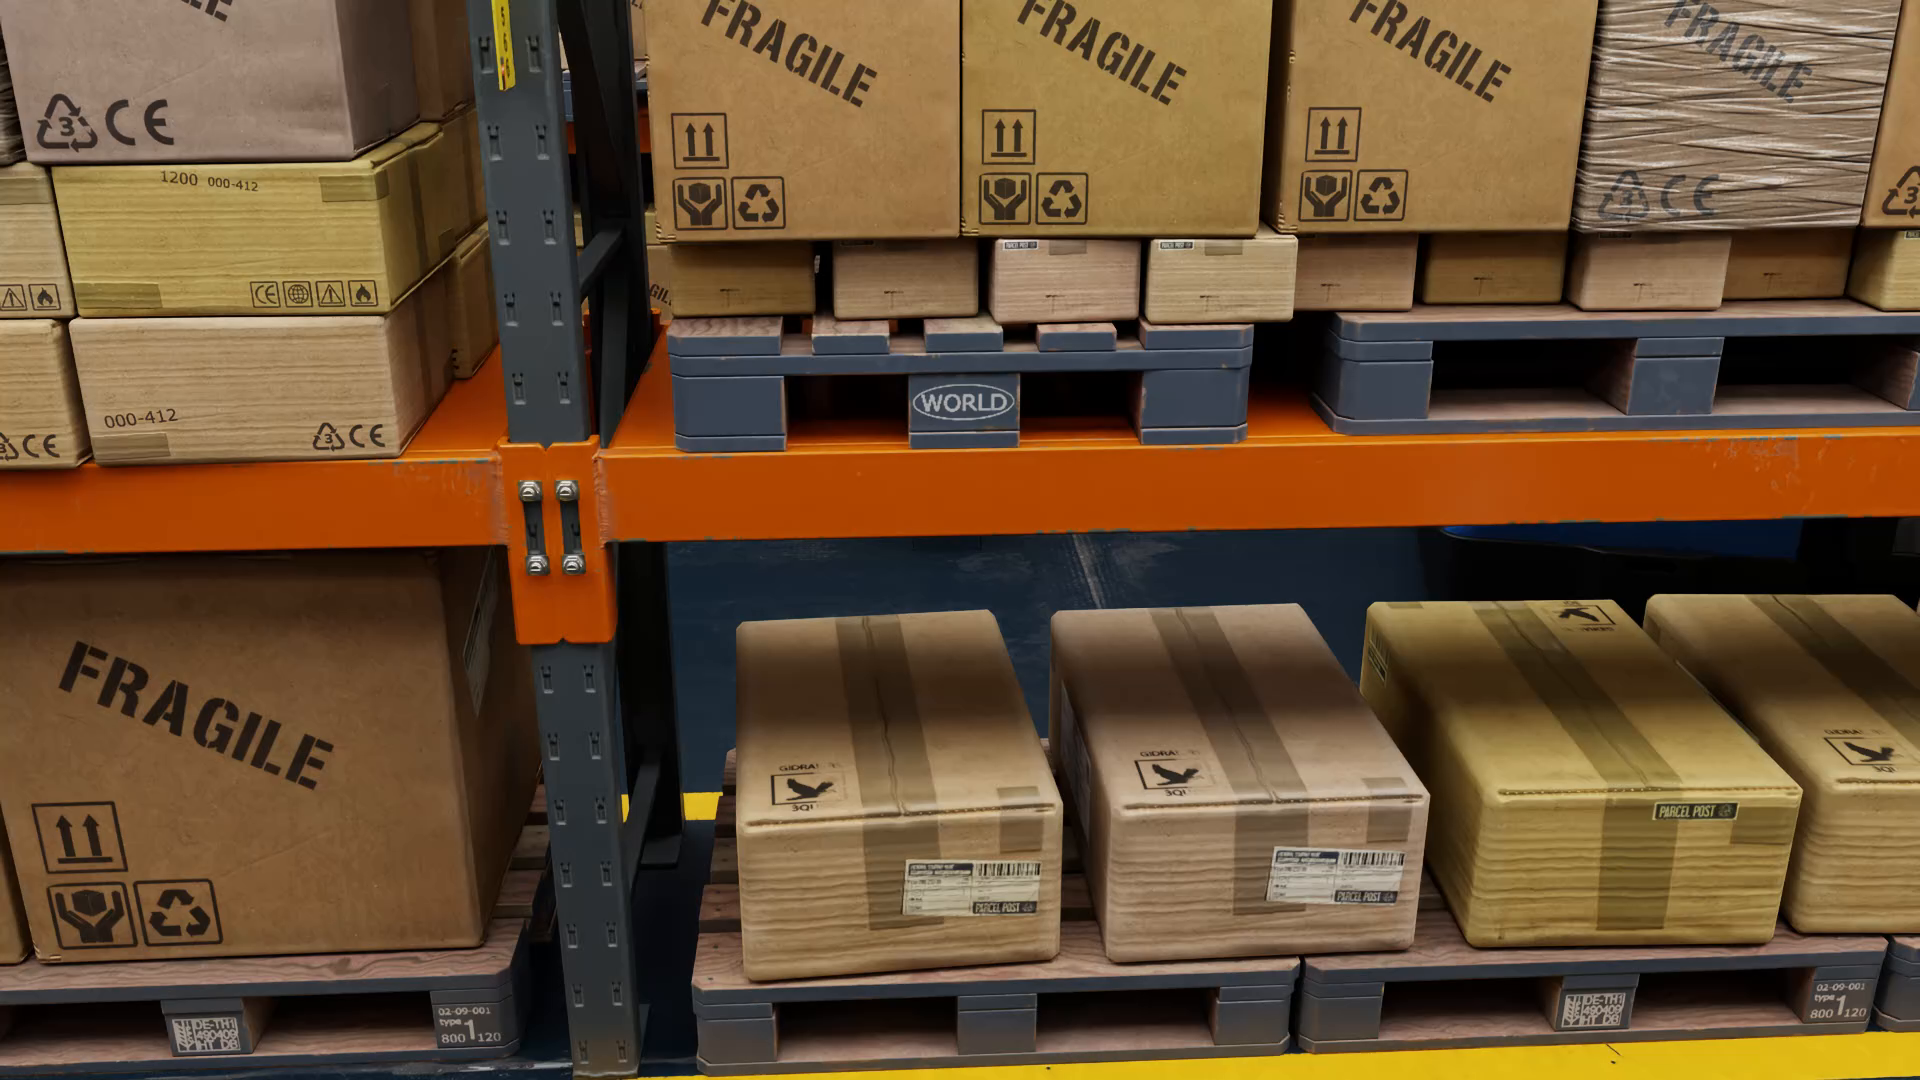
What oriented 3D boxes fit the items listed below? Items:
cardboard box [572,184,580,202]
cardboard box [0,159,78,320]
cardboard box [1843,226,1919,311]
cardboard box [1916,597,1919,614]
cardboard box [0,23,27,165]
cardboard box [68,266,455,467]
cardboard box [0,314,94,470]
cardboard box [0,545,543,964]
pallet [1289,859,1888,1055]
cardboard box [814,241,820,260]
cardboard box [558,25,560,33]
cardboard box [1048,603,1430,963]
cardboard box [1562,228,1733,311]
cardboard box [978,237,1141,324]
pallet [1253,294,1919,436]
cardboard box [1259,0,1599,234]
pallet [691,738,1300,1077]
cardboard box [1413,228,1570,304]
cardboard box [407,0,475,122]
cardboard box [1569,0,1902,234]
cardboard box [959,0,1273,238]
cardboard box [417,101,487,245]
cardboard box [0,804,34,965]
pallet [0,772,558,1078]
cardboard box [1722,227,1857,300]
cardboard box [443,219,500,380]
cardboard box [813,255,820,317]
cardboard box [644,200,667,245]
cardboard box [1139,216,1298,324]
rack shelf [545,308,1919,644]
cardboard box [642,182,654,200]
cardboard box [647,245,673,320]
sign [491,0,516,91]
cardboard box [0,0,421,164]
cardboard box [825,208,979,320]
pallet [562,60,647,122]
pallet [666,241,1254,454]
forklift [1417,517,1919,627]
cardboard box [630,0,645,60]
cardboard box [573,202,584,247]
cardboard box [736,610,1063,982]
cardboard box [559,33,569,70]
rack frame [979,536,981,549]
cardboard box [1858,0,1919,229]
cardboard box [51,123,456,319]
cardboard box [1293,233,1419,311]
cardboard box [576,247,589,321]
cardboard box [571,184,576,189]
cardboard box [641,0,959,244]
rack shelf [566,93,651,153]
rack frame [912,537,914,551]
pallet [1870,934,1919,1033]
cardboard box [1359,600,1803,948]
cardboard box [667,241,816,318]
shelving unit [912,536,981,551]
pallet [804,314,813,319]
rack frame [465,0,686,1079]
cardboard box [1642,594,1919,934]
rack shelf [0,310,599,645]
[{"bbox_3d":[-1.825,-1.705,8.395,0.250,0.149,0.380,-1,21,-1],"label":"cardboard box"},{"bbox_3d":[-1.714,-0.558,2.879,0.500,0.250,0.500,-2,21,-4],"label":"cardboard box"},{"bbox_3d":[1.743,-0.542,3.093,0.250,0.149,0.380,-1,21,-3],"label":"cardboard box"},{"bbox_3d":[2.737,0.456,3.811,0.625,0.372,0.950,-1,21,-2],"label":"cardboard box"},{"bbox_3d":[-1.746,-0.904,2.733,0.500,0.500,0.500,-1,21,-2],"label":"cardboard box"},{"bbox_3d":[-1.223,-0.334,2.993,0.500,0.250,0.500,-2,21,-5],"label":"cardboard box"},{"bbox_3d":[-1.732,-0.318,2.951,0.500,0.250,0.500,-1,21,-2],"label":"cardboard box"},{"bbox_3d":[-1.428,0.275,3.579,0.875,0.875,0.875,-1,21,-4],"label":"cardboard box"},{"bbox_3d":[1.262,0.758,3.834,1.213,0.211,1.003,-1,21,-3],"label":"pallet"},{"bbox_3d":[-0.419,-0.675,3.442,0.250,0.149,0.380,0,21,-1],"label":"cardboard box"},{"bbox_3d":[-2.055,-2.259,7.460,0.500,0.250,0.500,-2,21,-6],"label":"cardboard box"},{"bbox_3d":[0.568,0.500,3.696,0.625,0.372,0.950,-2,21,-4],"label":"cardboard box"},{"bbox_3d":[1.218,-0.541,3.090,0.250,0.149,0.380,-1,21,-1],"label":"cardboard box"},{"bbox_3d":[0.162,-0.509,3.005,0.250,0.149,0.380,-3,21,-7],"label":"cardboard box"},{"bbox_3d":[1.241,-0.472,3.413,1.213,0.211,1.003,-1,21,-3],"label":"pallet"},{"bbox_3d":[0.779,-0.842,2.967,0.500,0.500,0.500,-1,21,-2],"label":"cardboard box"},{"bbox_3d":[0.047,0.781,3.772,1.213,0.211,1.003,-1,21,-3],"label":"pallet"},{"bbox_3d":[0.954,-0.559,3.137,0.250,0.149,0.380,0,21,-1],"label":"cardboard box"},{"bbox_3d":[-1.240,-1.097,3.241,0.500,0.500,0.500,-2,21,-5],"label":"cardboard box"},{"bbox_3d":[1.279,-0.849,2.986,0.500,0.500,0.500,-2,21,-5],"label":"cardboard box"},{"bbox_3d":[0.249,-0.828,2.932,0.500,0.500,0.500,0,21,0],"label":"cardboard box"},{"bbox_3d":[-1.253,-0.747,3.376,0.500,0.250,0.500,-1,21,-3],"label":"cardboard box"},{"bbox_3d":[-2.318,0.291,3.536,0.875,0.875,0.875,-1,21,-2],"label":"cardboard box"},{"bbox_3d":[-1.525,0.786,3.760,1.213,0.211,1.003,-1,21,-3],"label":"pallet"},{"bbox_3d":[1.474,-0.574,3.175,0.250,0.149,0.380,-2,21,-5],"label":"cardboard box"},{"bbox_3d":[-1.236,-0.516,3.471,0.500,0.250,0.500,-2,21,-4],"label":"cardboard box"},{"bbox_3d":[-0.397,-1.364,8.235,0.625,0.625,0.875,-1,21,-1],"label":"cardboard box"},{"bbox_3d":[-1.499,-1.501,7.858,0.250,0.149,0.380,-2,21,-6],"label":"cardboard box"},{"bbox_3d":[0.438,-0.507,3.000,0.250,0.149,0.380,-1,21,-3],"label":"cardboard box"},{"bbox_3d":[1.264,-0.211,3.470,4.000,0.370,1.077,-1,21,-3],"label":"rack shelf"},{"bbox_3d":[-1.559,-1.701,8.384,0.250,0.149,0.380,0,21,0],"label":"cardboard box"},{"bbox_3d":[-1.430,-1.213,8.013,0.500,0.500,0.500,-1,21,-1],"label":"cardboard box"},{"bbox_3d":[-0.698,-0.850,2.512,0.005,0.325,0.100,-1,21,-3],"label":"sign"},{"bbox_3d":[-1.234,-0.917,2.768,0.500,0.500,0.500,-2,21,-5],"label":"cardboard box"},{"bbox_3d":[-0.114,-0.520,3.033,0.250,0.149,0.380,-2,21,-6],"label":"cardboard box"},{"bbox_3d":[-1.693,-2.141,7.799,1.003,0.211,1.213,-1,21,-3],"label":"pallet"},{"bbox_3d":[-0.028,-0.469,3.407,1.003,0.211,1.213,-1,21,-3],"label":"pallet"},{"bbox_3d":[3.103,-1.166,5.065,3.031,2.935,1.130,4,21,10],"label":"forklift"},{"bbox_3d":[-1.543,-2.558,7.892,0.500,0.500,0.500,0,21,-1],"label":"cardboard box"},{"bbox_3d":[-1.770,-1.484,7.815,0.250,0.149,0.380,-2,21,-6],"label":"cardboard box"},{"bbox_3d":[-0.169,0.517,3.649,0.625,0.372,0.950,-3,21,-7],"label":"cardboard box"},{"bbox_3d":[-1.654,-2.199,7.443,0.250,0.149,0.380,-1,21,-2],"label":"cardboard box"},{"bbox_3d":[0.068,-0.492,5.938,0.008,1.050,0.200,-1,21,-3],"label":"rack frame"},{"bbox_3d":[1.802,-0.860,3.015,0.500,0.500,0.500,0,21,-1],"label":"cardboard box"},{"bbox_3d":[-1.202,-0.570,2.910,0.500,0.250,0.500,-1,21,-3],"label":"cardboard box"},{"bbox_3d":[0.674,-0.540,3.086,0.250,0.149,0.380,0,21,0],"label":"cardboard box"},{"bbox_3d":[-1.930,-1.206,7.996,0.500,0.500,0.500,-1,21,-4],"label":"cardboard box"},{"bbox_3d":[-2.069,-1.672,8.307,0.250,0.149,0.380,-1,21,-2],"label":"cardboard box"},{"bbox_3d":[-0.271,-0.815,2.898,0.500,0.500,0.500,-2,21,-5],"label":"cardboard box"},{"bbox_3d":[-3.017,-1.893,7.888,4.000,0.370,1.077,-1,21,-3],"label":"rack shelf"},{"bbox_3d":[-0.175,-0.487,5.925,0.008,1.050,0.200,-1,21,-3],"label":"rack frame"},{"bbox_3d":[2.483,0.732,3.902,1.213,0.211,1.003,-1,21,-3],"label":"pallet"},{"bbox_3d":[1.325,0.486,3.731,0.625,0.372,0.950,0,21,-1],"label":"cardboard box"},{"bbox_3d":[-0.398,-0.526,3.049,0.250,0.149,0.380,-2,21,-6],"label":"cardboard box"},{"bbox_3d":[-0.053,-0.490,5.931,0.252,1.050,0.215,-1,21,-3],"label":"shelving unit"},{"bbox_3d":[-0.196,-0.969,8.370,1.213,0.211,1.003,-1,21,-3],"label":"pallet"},{"bbox_3d":[-0.733,-0.506,3.235,0.127,3.000,1.000,-1,21,-3],"label":"rack frame"},{"bbox_3d":[2.019,0.472,3.770,0.625,0.372,0.950,0,21,0],"label":"cardboard box"},{"bbox_3d":[-2.730,-0.130,3.257,4.000,0.370,1.077,-1,21,-3],"label":"rack shelf"}]
